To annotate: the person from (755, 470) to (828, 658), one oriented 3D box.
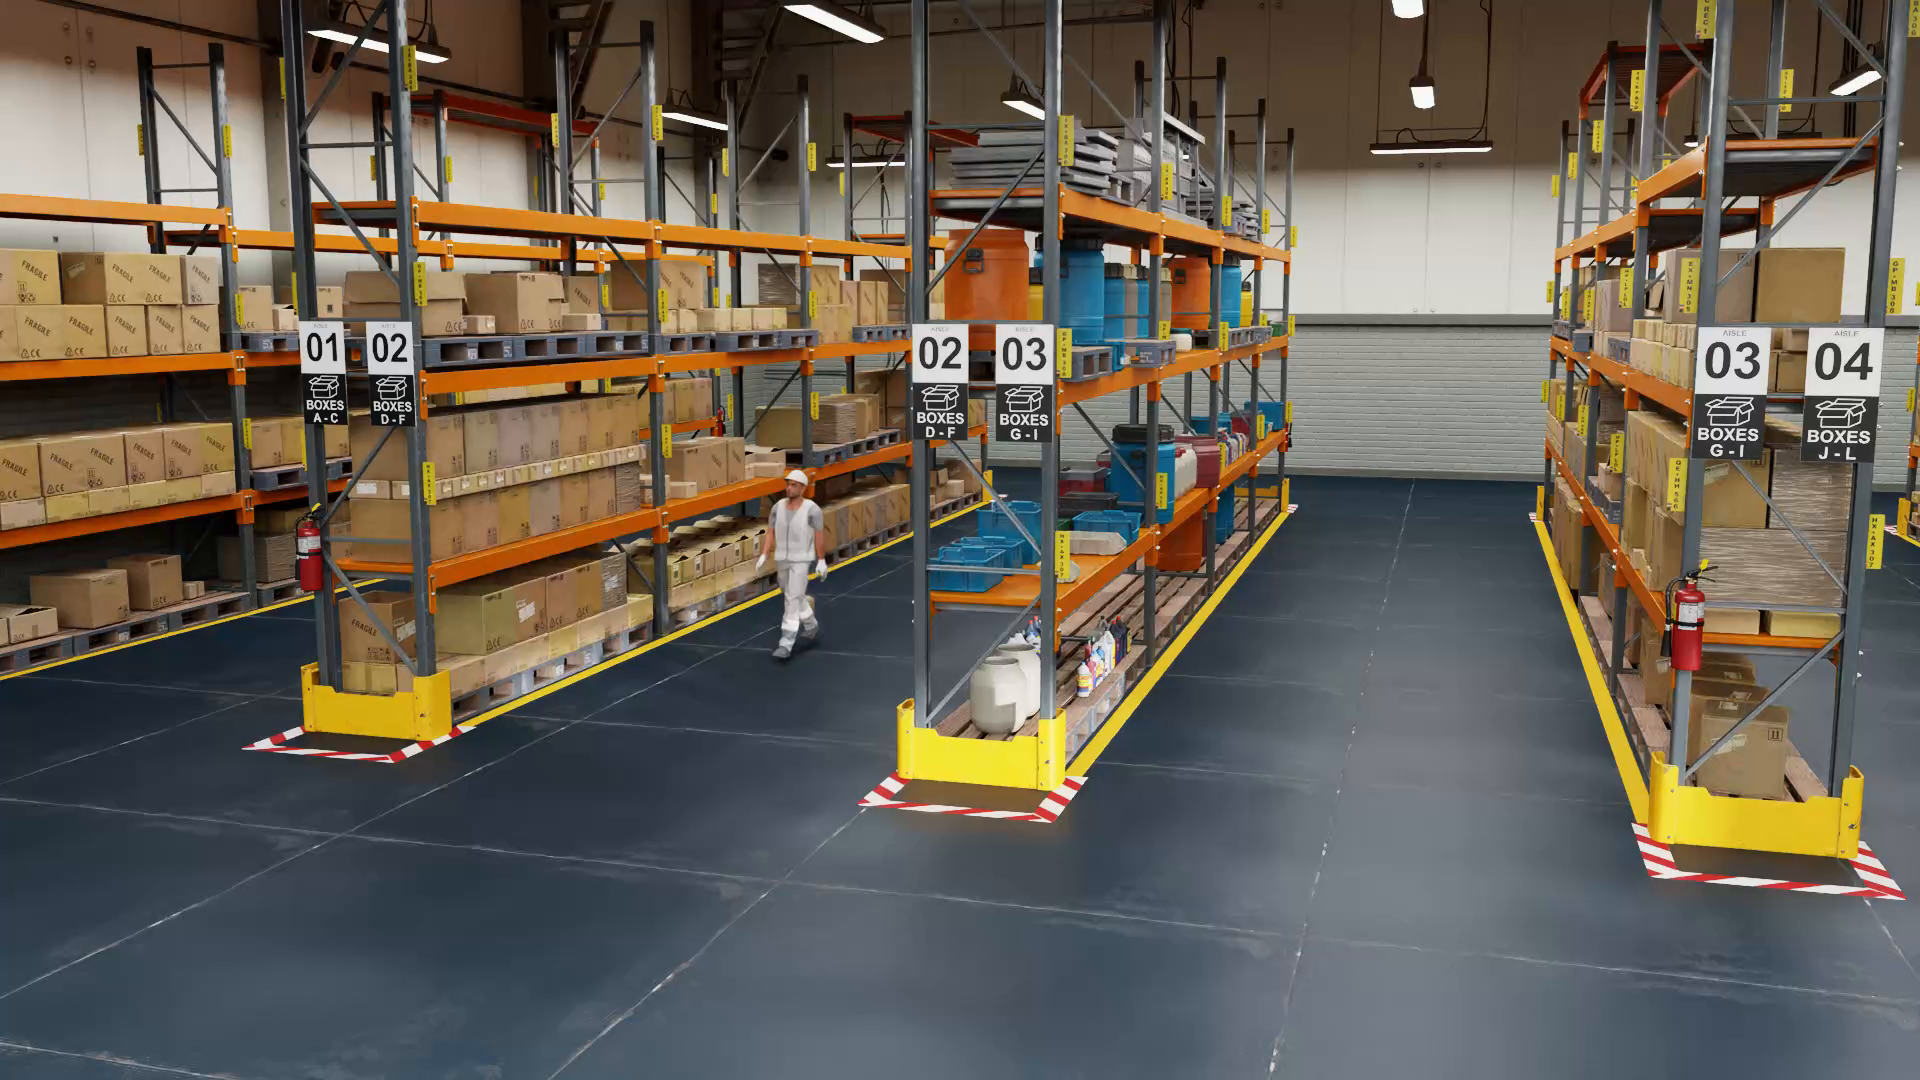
[{"bbox_3d":[-1.606,0.206,15.847,0.598,1.749,1.046,4,9,24],"label":"person"}]
